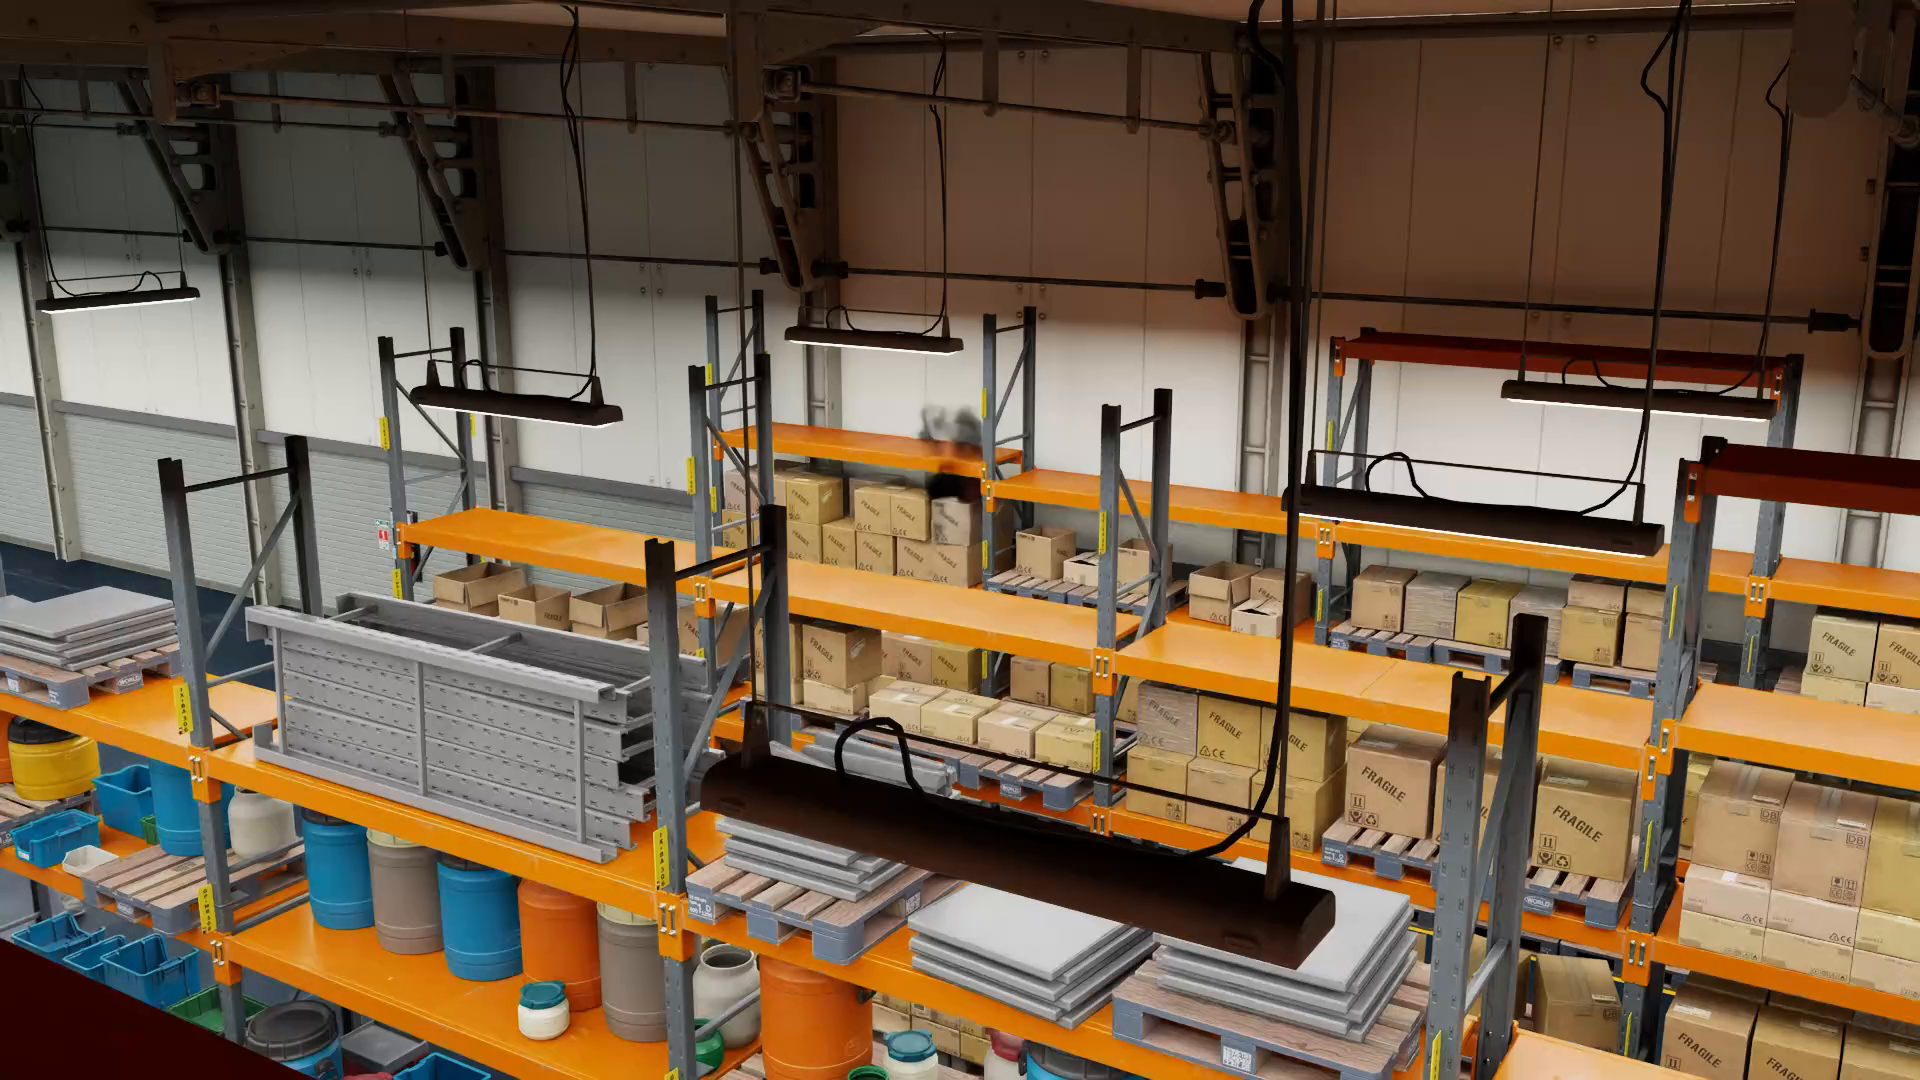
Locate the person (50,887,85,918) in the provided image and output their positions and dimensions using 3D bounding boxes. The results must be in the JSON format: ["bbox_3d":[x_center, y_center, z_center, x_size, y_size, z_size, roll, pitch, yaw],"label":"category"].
[{"bbox_3d":[-9.190,3.089,17.209,0.601,1.756,0.699,-10,17,-36],"label":"person"}]
